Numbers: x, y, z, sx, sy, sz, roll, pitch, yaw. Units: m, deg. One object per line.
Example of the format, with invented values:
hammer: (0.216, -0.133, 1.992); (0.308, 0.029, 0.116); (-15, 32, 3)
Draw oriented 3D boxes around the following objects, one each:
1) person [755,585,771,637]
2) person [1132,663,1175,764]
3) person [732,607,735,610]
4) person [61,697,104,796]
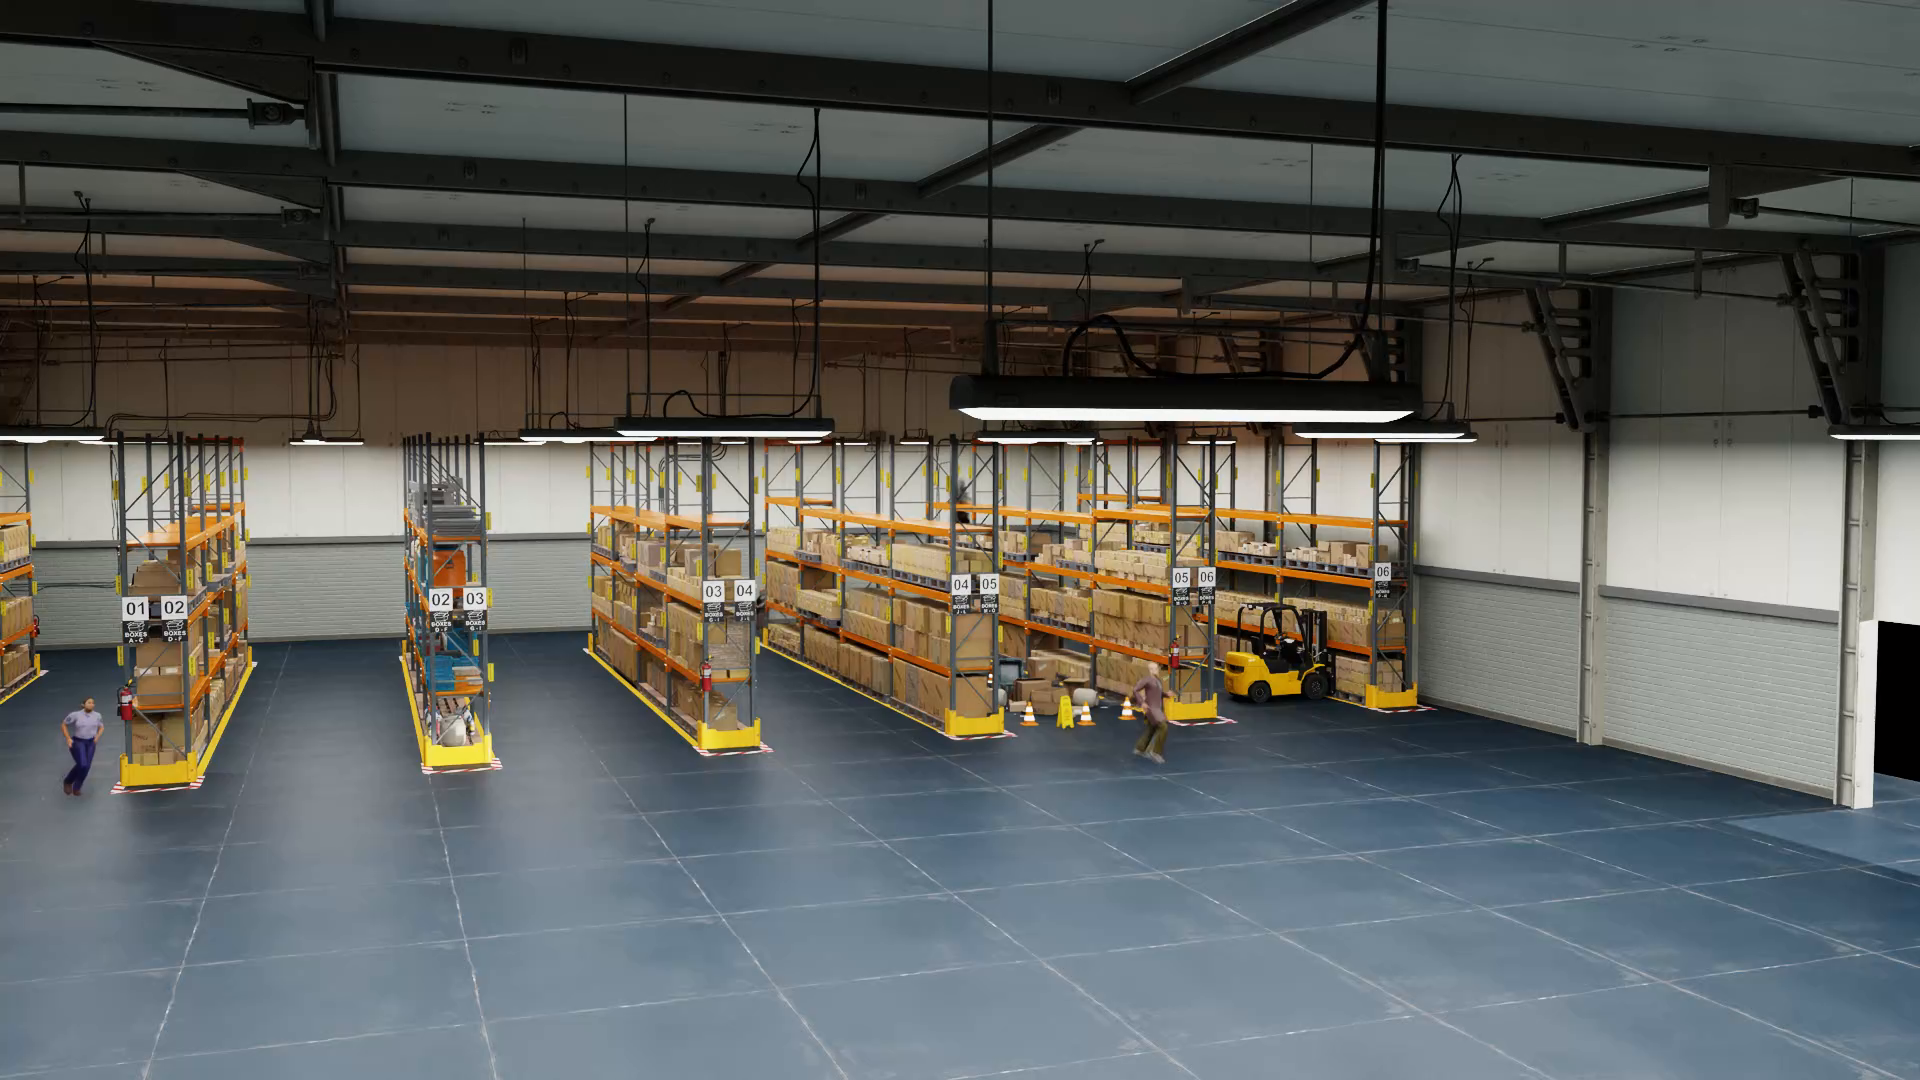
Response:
person: (-5.940, 2.169, 49.216); (0.695, 1.688, 0.716); (-2, 4, -28)
person: (3.529, 3.159, 30.320); (0.820, 1.843, 0.674); (1, 3, 25)
person: (-6.552, 2.151, 49.026); (0.539, 1.707, 0.861); (-2, 4, -36)
person: (-14.452, 3.411, 27.470); (0.534, 1.623, 0.632); (2, 4, 36)
